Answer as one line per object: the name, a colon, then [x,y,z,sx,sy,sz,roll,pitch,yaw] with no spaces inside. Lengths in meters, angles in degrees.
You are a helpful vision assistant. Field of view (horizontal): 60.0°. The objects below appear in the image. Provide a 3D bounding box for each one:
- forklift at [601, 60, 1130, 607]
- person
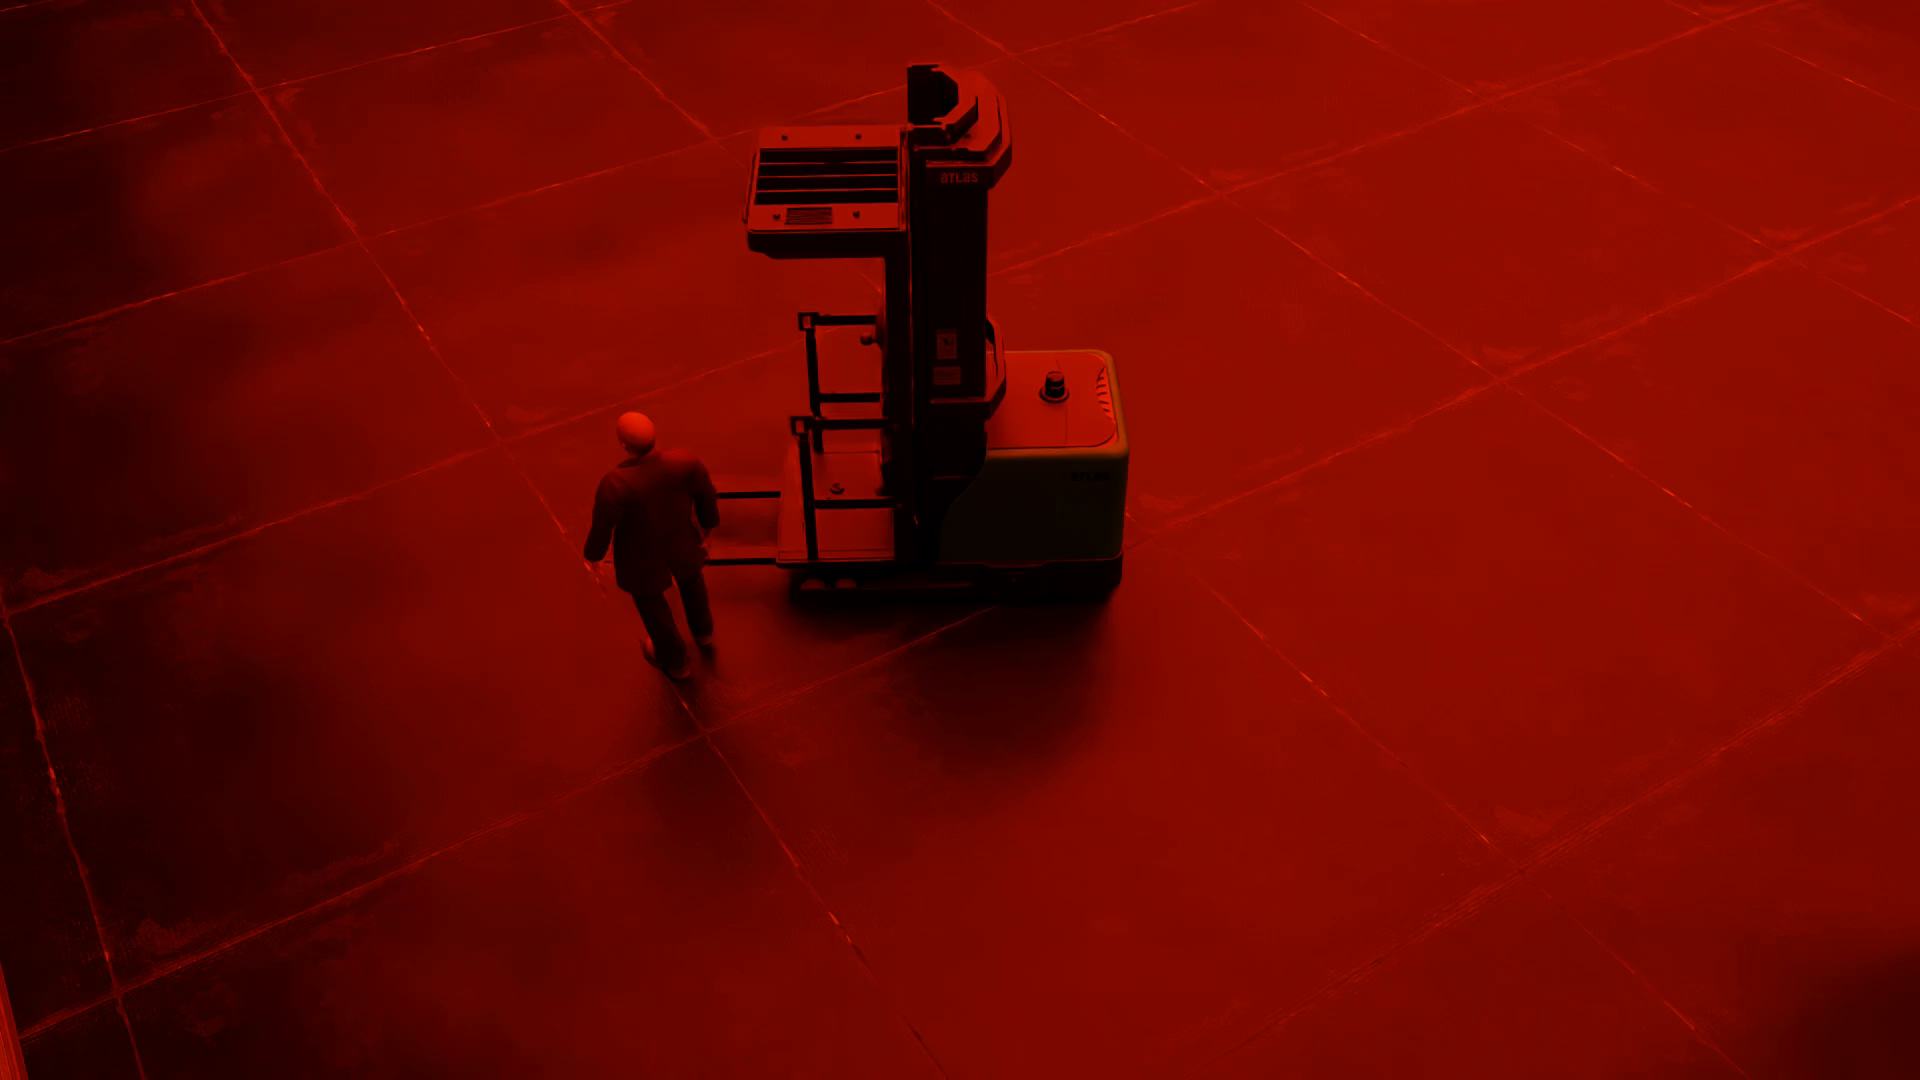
forklift: [-0.587,-1.070,9.096,3.031,2.935,1.130,-1,41,-1]
person: [-1.652,-0.034,8.806,0.735,1.768,0.575,-21,45,-22]
